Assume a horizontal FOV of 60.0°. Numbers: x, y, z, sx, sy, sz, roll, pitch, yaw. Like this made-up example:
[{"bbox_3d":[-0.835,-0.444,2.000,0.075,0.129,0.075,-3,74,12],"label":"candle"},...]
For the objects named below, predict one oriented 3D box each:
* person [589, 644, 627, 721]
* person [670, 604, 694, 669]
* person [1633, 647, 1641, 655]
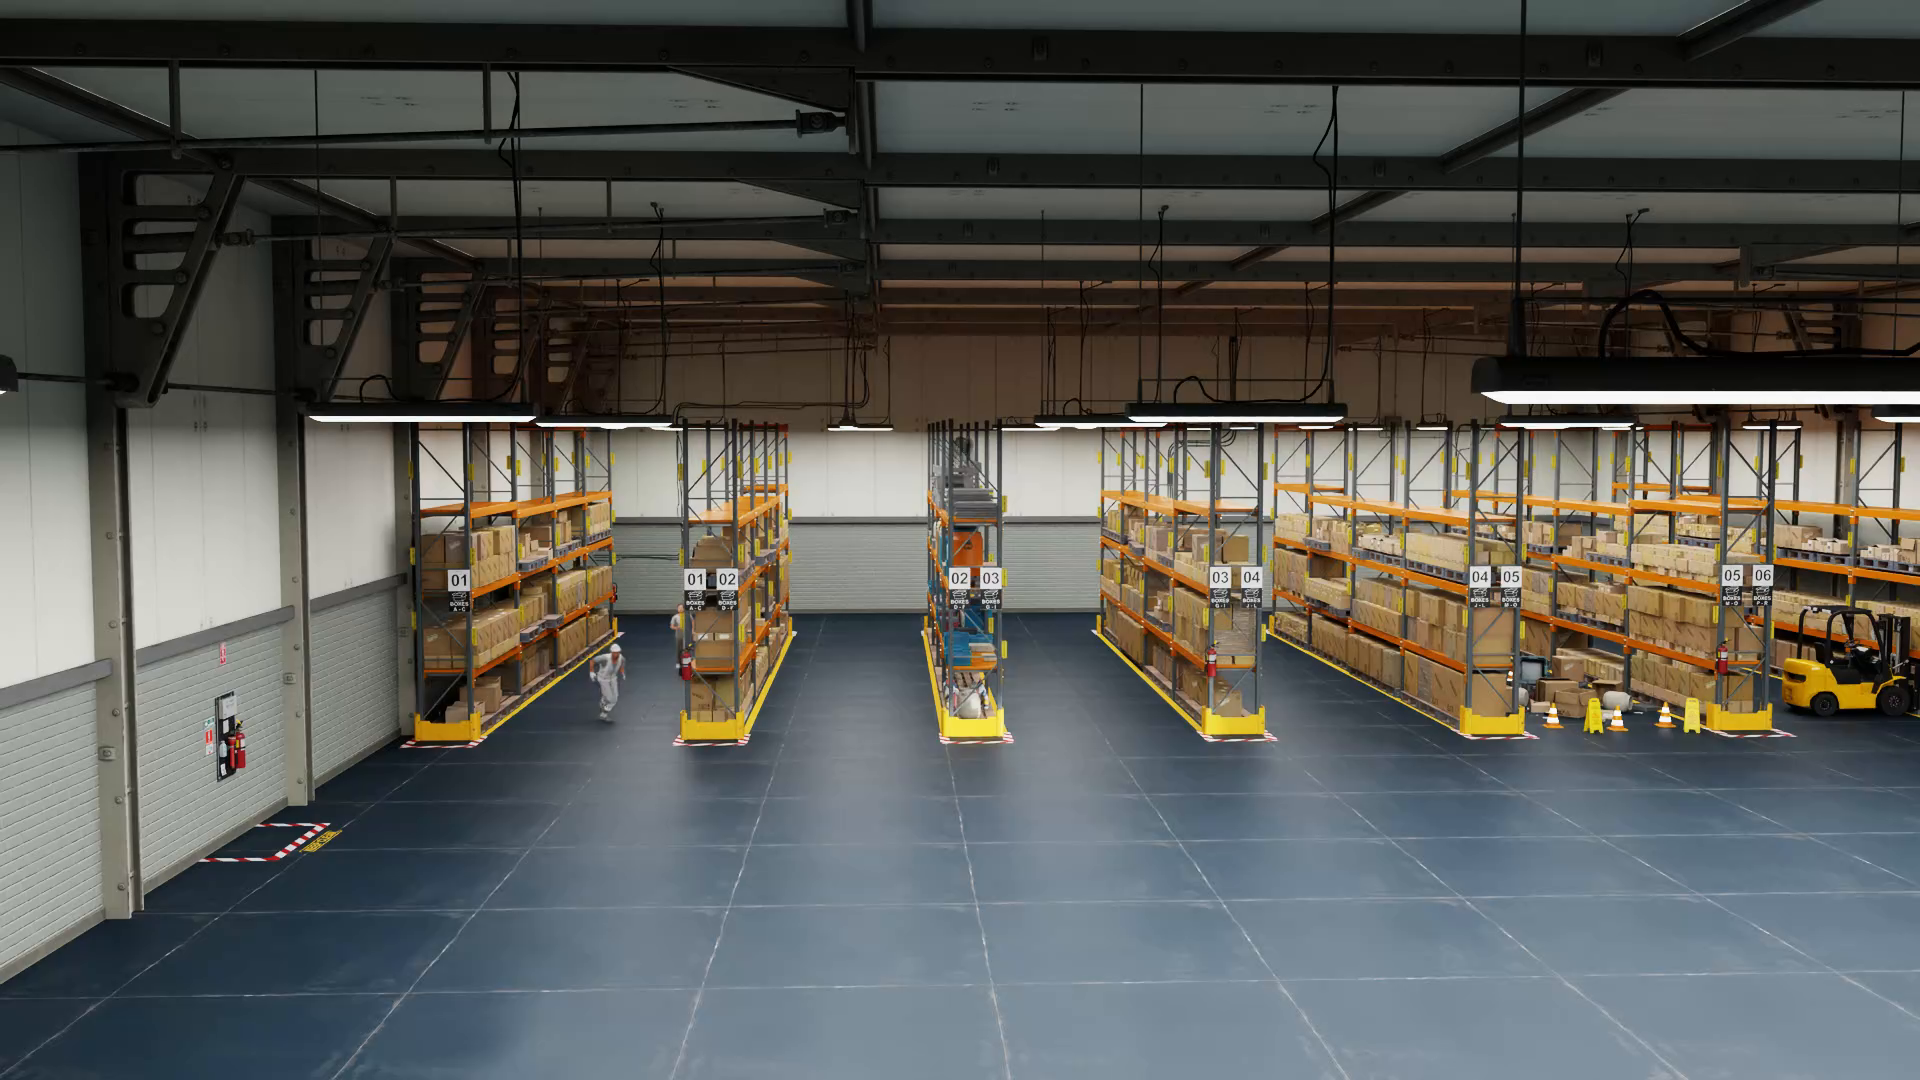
[{"bbox_3d":[-6.934,2.815,32.844,0.700,1.586,0.855,-3,5,-39],"label":"person"},{"bbox_3d":[-6.611,2.353,39.597,0.576,1.681,0.956,-1,4,-9],"label":"person"},{"bbox_3d":[16.690,2.244,40.617,0.723,1.757,1.052,0,4,-3],"label":"person"}]
